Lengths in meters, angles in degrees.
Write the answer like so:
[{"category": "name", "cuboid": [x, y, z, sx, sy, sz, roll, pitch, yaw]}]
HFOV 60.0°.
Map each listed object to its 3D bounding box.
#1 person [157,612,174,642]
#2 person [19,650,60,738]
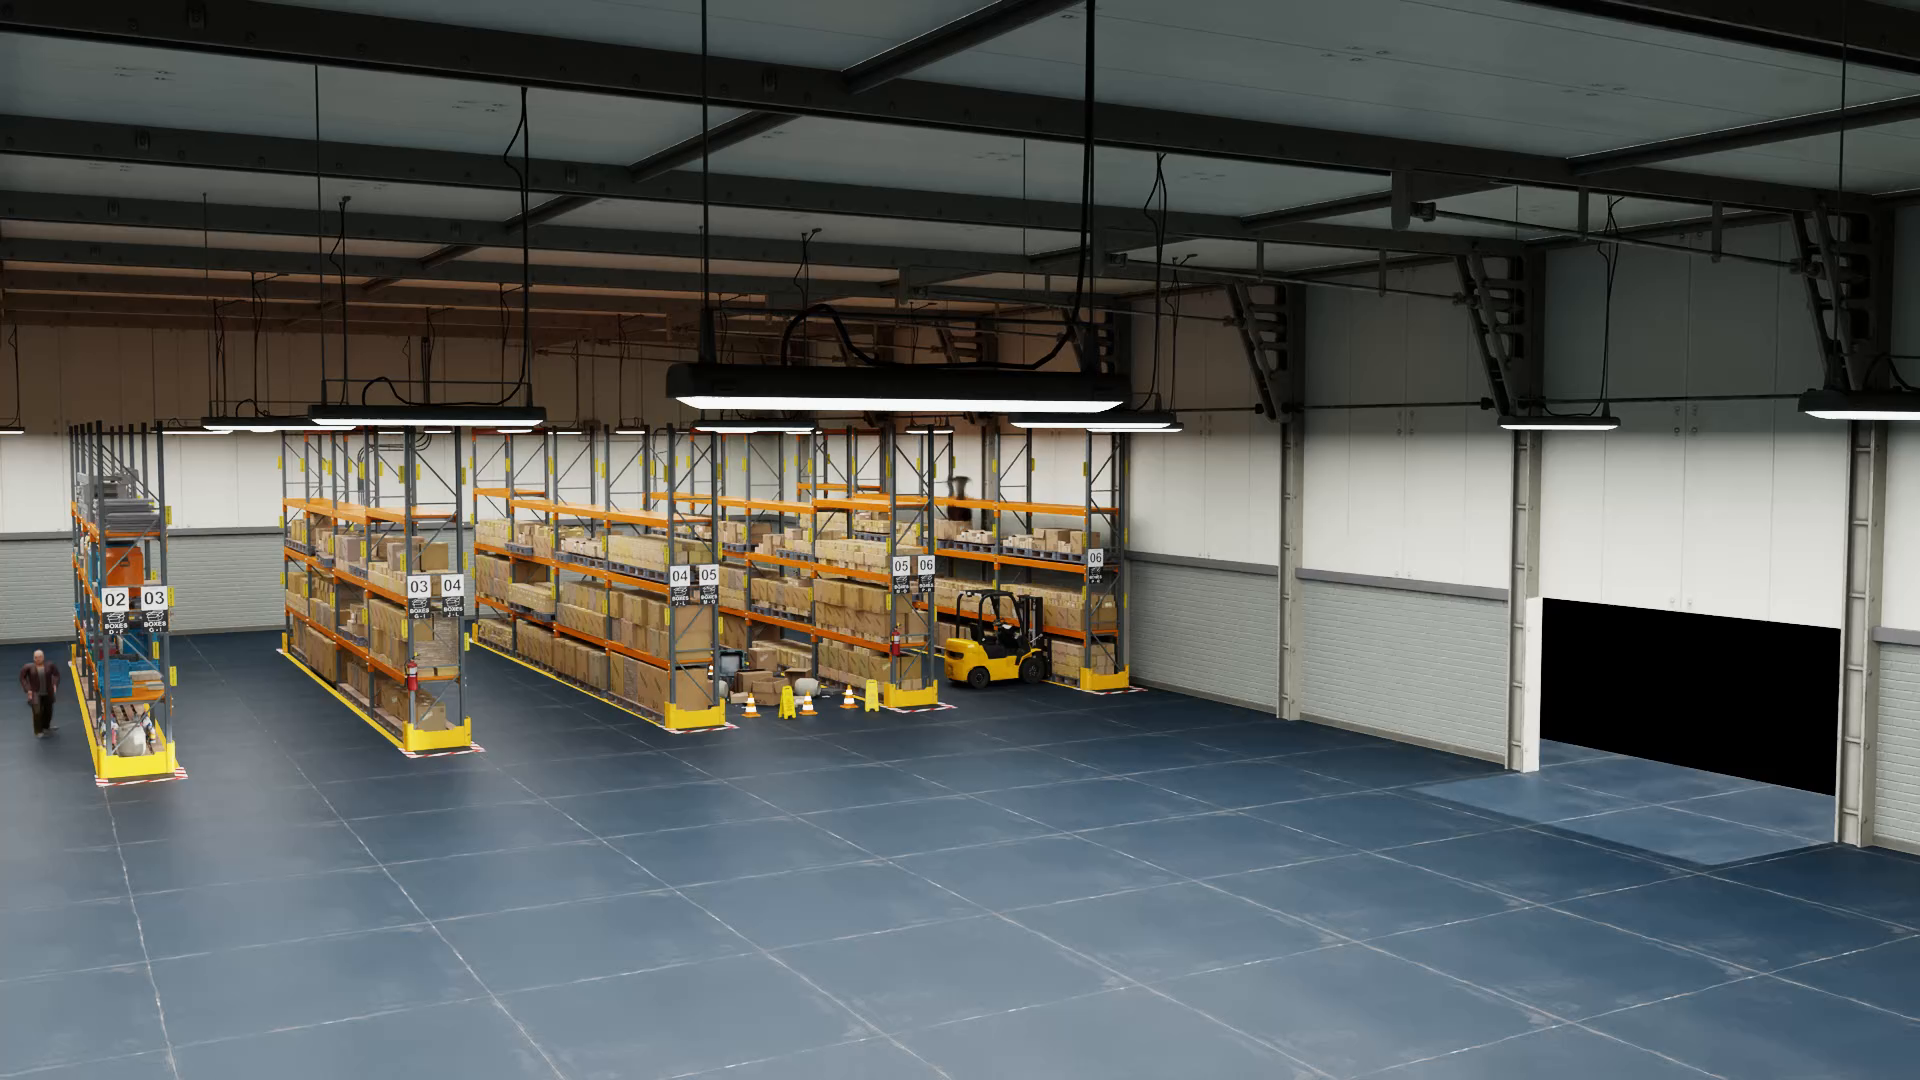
[{"category": "person", "cuboid": [-21.621, 2.183, 44.951, 0.889, 1.497, 0.598, 0, 4, 8]}, {"category": "person", "cuboid": [-17.535, 2.916, 31.735, 0.939, 1.692, 0.737, 3, 5, 44]}]
